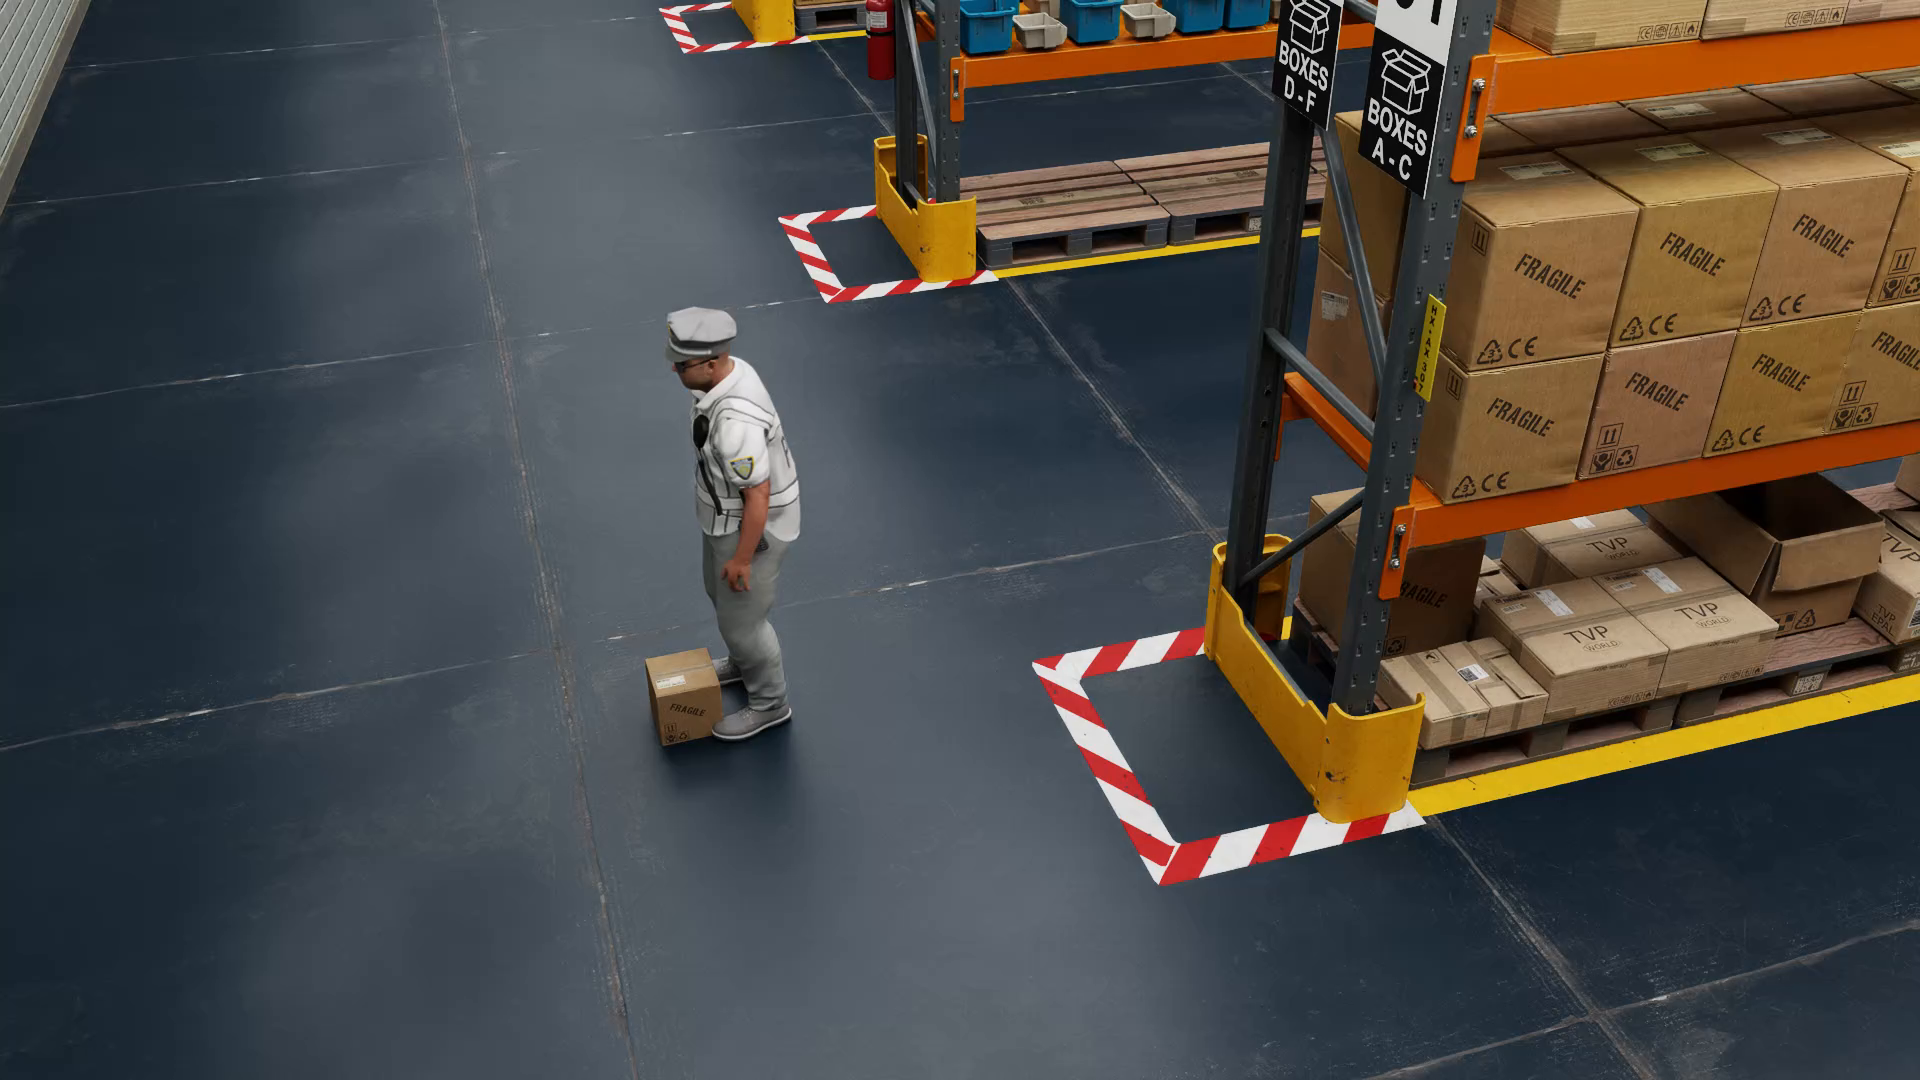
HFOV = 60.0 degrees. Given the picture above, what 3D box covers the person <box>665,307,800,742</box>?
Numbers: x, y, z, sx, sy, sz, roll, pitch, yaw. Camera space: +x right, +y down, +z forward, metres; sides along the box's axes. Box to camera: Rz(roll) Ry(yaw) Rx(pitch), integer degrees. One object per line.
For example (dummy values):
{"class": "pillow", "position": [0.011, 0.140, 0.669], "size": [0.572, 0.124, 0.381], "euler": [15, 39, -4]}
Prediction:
{"class": "person", "position": [-0.826, -0.066, 6.233], "size": [0.438, 1.748, 0.587], "euler": [-10, 35, -14]}
